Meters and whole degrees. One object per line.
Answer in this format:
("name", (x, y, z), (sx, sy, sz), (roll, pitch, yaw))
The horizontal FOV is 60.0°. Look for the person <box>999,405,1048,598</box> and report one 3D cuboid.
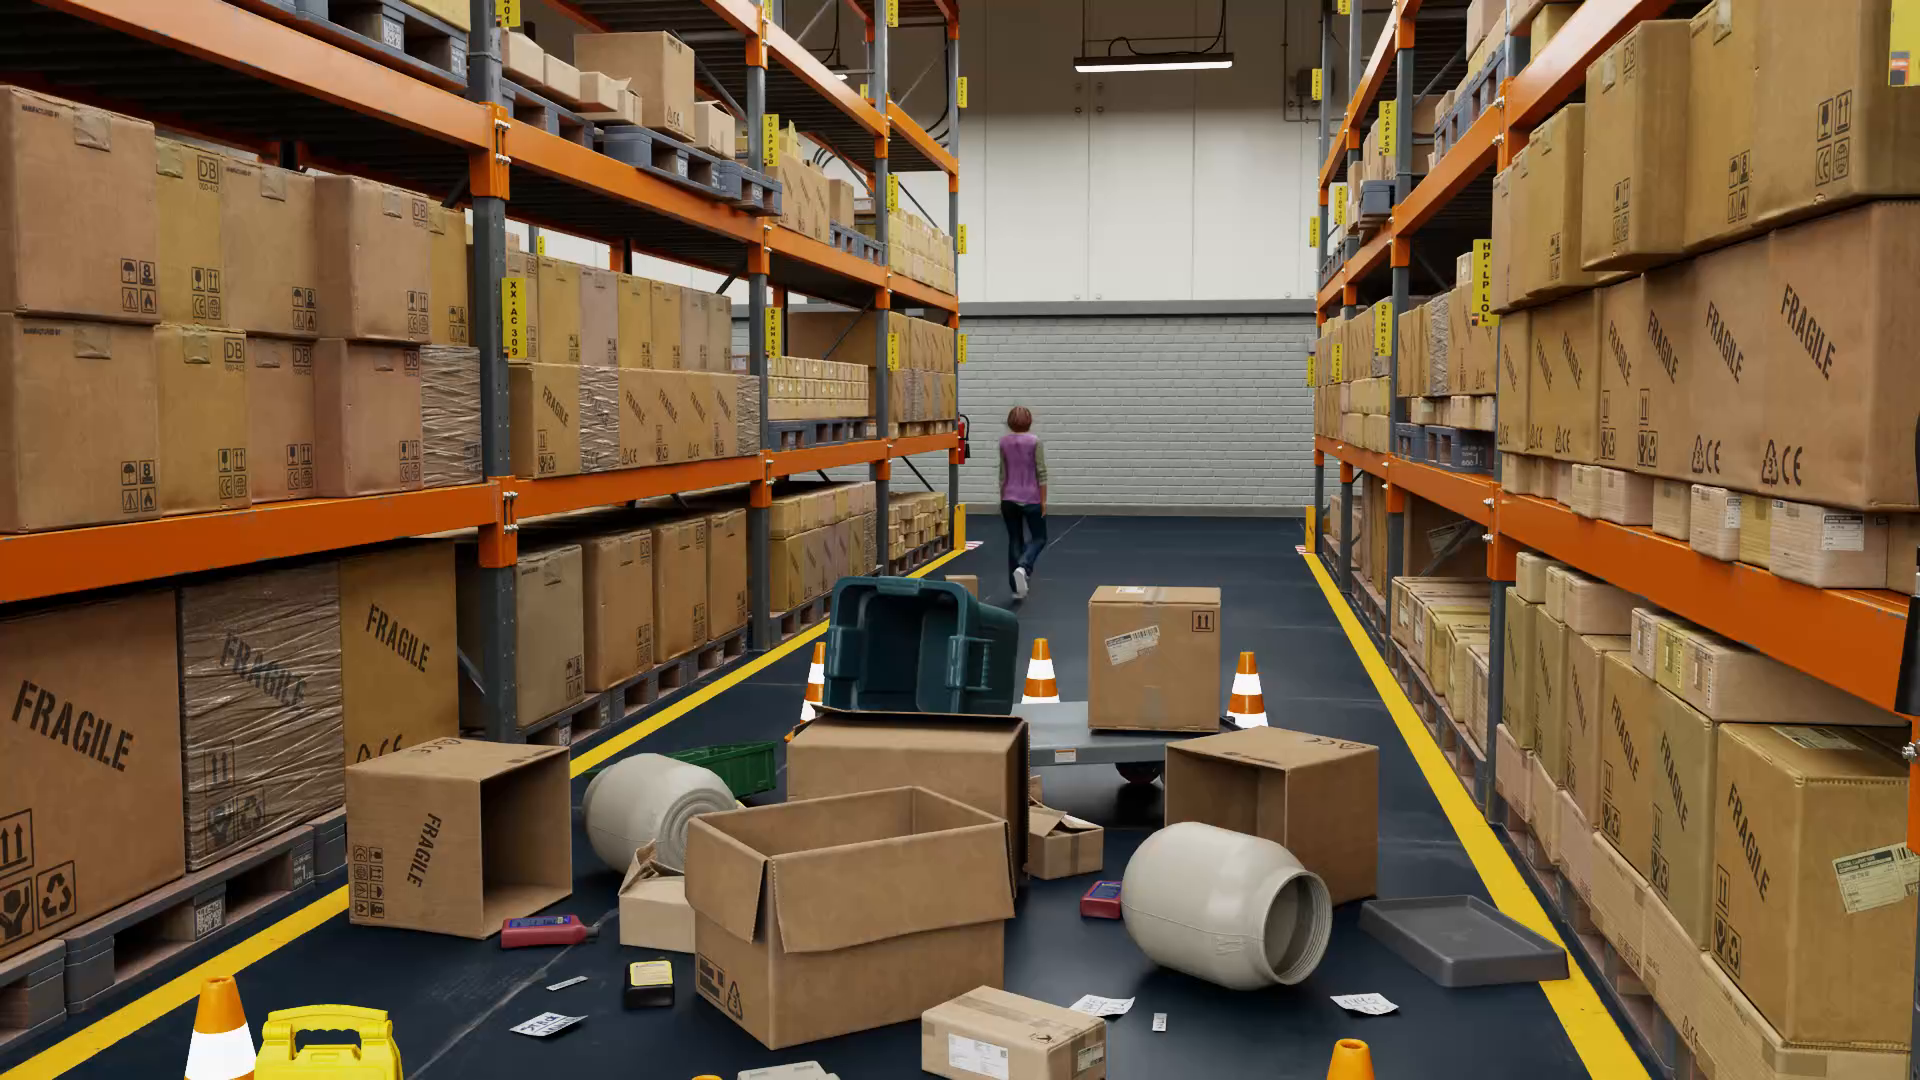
("person", (0.511, -0.304, 13.563), (0.422, 1.586, 0.497), (2, 5, 19))
